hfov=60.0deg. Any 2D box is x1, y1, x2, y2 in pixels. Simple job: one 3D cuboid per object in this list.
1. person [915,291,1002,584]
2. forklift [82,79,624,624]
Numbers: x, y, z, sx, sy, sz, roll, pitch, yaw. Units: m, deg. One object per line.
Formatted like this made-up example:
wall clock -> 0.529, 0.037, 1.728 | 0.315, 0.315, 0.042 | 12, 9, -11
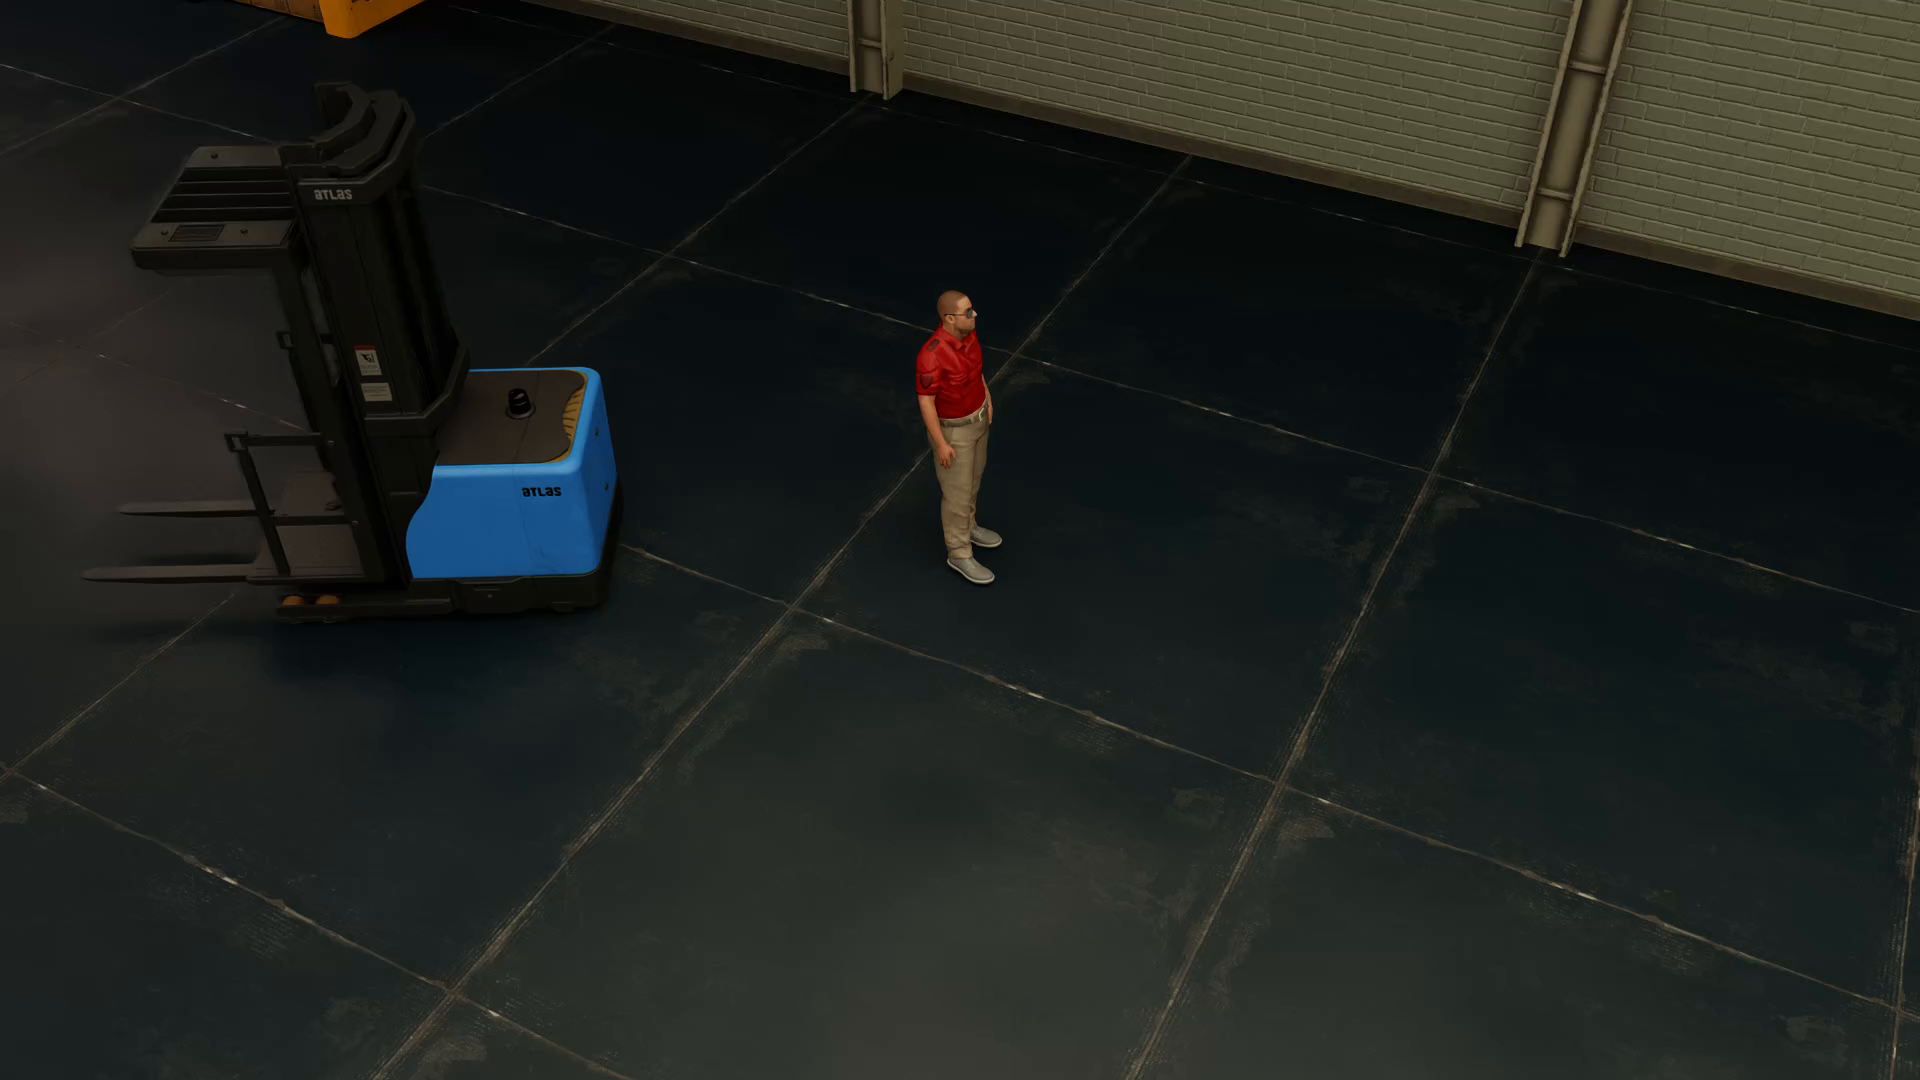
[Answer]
person -> 0.075, -0.634, 9.661 | 0.550, 1.727, 0.641 | 18, 43, 21
forklift -> -3.602, -0.982, 9.152 | 3.031, 2.935, 1.130 | -1, 40, -2
